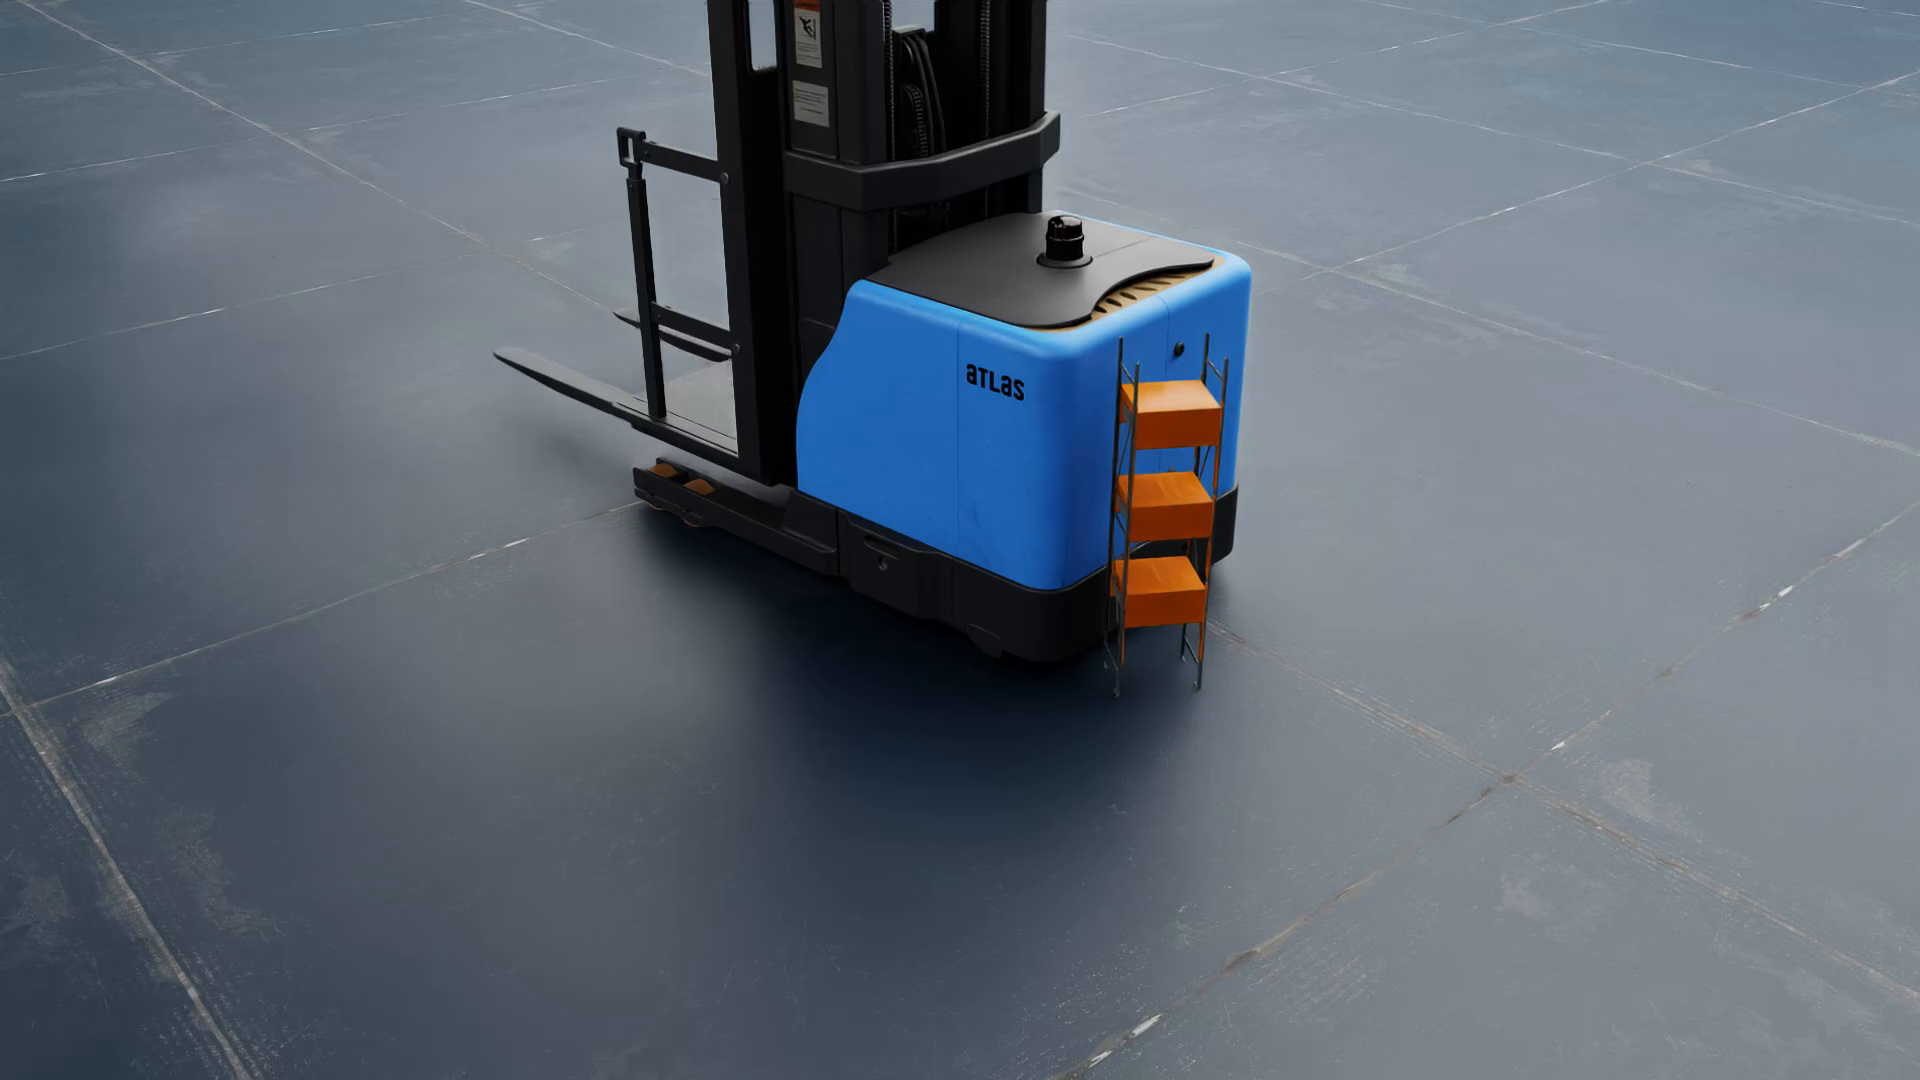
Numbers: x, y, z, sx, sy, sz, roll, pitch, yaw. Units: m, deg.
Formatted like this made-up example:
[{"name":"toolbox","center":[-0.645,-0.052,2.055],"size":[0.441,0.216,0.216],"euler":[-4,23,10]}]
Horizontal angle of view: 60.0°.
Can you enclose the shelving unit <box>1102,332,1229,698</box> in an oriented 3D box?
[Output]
[{"name":"shelving unit","center":[0.574,-0.056,4.737],"size":[0.252,1.050,0.215],"euler":[-4,28,-8]}]

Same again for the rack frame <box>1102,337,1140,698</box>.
[{"name":"rack frame","center":[0.453,-0.048,4.720],"size":[0.008,1.050,0.200],"euler":[-4,28,-8]}]

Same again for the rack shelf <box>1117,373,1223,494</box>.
[{"name":"rack shelf","center":[0.575,-0.297,4.609],"size":[0.240,0.259,0.215],"euler":[-4,28,-8]}]

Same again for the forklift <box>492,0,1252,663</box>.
[{"name":"forklift","center":[-0.528,-1.502,5.450],"size":[3.031,2.935,1.130],"euler":[23,35,36]}]

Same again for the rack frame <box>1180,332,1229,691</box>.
[{"name":"rack frame","center":[0.694,-0.064,4.753],"size":[0.008,1.050,0.200],"euler":[-4,28,-8]}]

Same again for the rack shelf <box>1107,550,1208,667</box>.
[{"name":"rack shelf","center":[0.572,0.199,4.872],"size":[0.240,0.259,0.215],"euler":[-4,28,-8]}]

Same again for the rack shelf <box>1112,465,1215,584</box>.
[{"name":"rack shelf","center":[0.573,-0.046,4.742],"size":[0.240,0.259,0.215],"euler":[-4,28,-8]}]
